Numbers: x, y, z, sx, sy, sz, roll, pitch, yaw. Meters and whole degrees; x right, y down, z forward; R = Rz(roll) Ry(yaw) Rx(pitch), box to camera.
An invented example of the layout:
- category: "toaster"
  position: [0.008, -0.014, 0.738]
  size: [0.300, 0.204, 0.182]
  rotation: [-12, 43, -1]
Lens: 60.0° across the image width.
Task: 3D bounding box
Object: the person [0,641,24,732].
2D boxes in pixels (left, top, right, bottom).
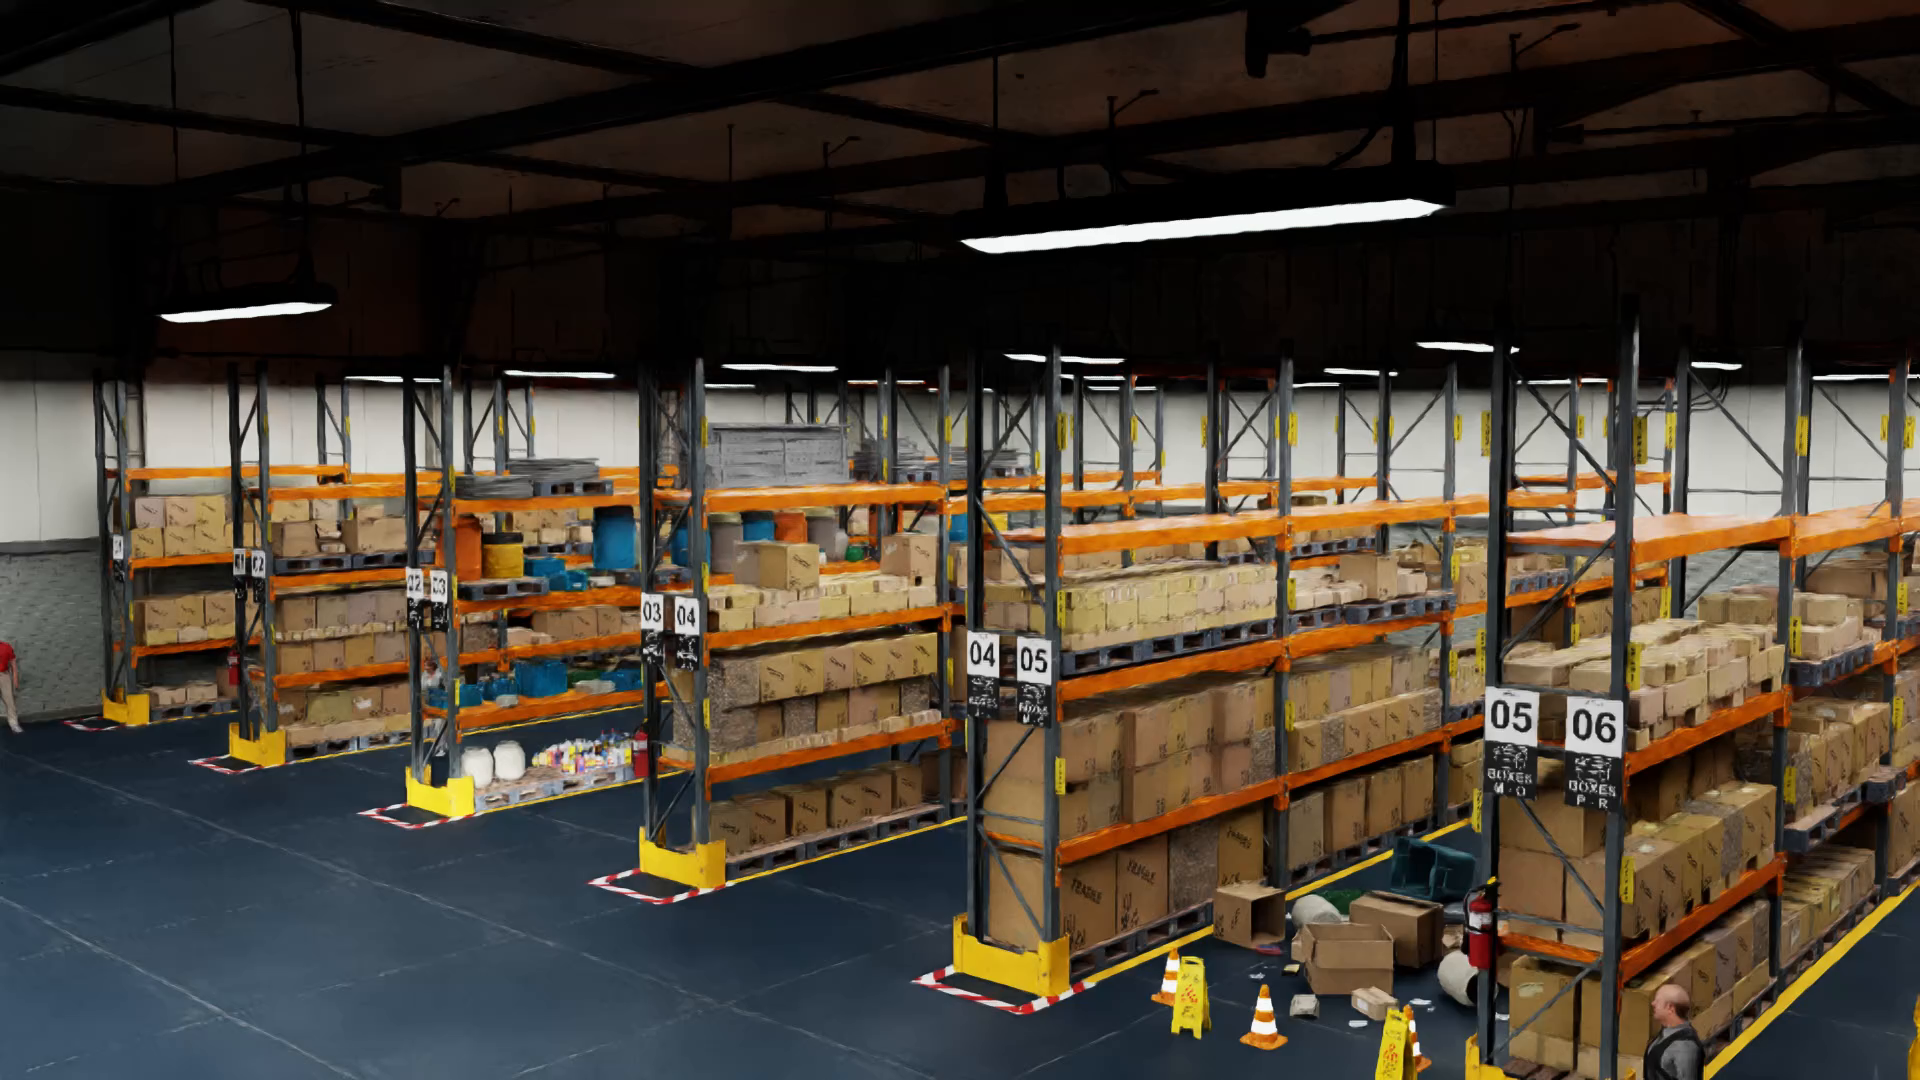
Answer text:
- category: "person"
  position: [-15.742, 2.288, 27.248]
  size: [0.728, 1.722, 0.519]
  rotation: [-1, 4, -18]

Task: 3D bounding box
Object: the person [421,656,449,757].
- category: "person"
  position: [-7.991, 2.519, 25.445]
  size: [0.568, 1.535, 0.739]
  rotation: [2, 4, 20]

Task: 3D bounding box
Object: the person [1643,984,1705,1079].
- category: "person"
  position: [4.435, 3.571, 10.144]
  size: [0.541, 1.714, 0.631]
  rotation: [1, 4, 12]
